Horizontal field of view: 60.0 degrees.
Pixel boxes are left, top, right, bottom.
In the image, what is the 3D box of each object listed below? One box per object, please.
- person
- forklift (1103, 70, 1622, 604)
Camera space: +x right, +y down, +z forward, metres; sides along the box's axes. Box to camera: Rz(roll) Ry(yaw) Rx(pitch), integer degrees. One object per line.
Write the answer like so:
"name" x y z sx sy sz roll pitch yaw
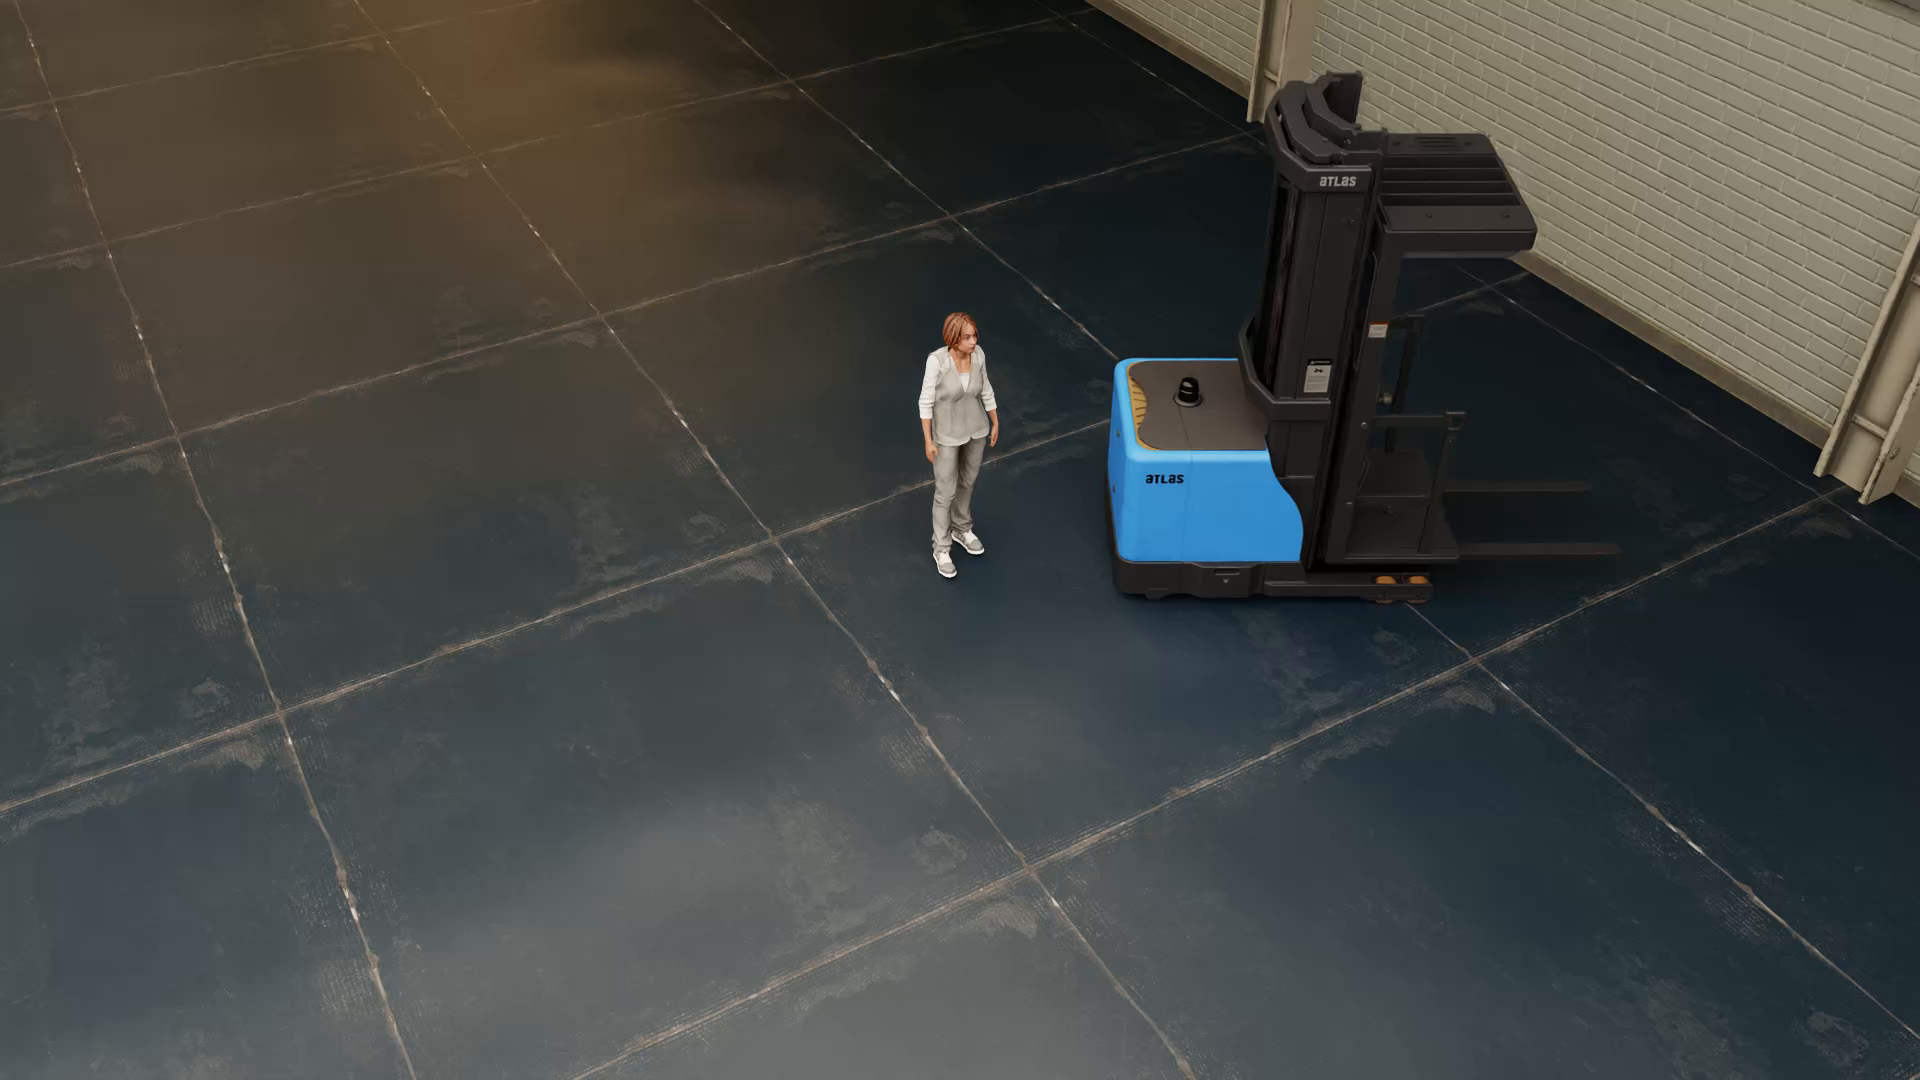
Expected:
"person" 0.025 -0.575 9.762 0.519 1.598 0.474 -20 44 -23
"forklift" 2.428 -1.092 9.353 3.031 2.935 1.130 0 40 0
